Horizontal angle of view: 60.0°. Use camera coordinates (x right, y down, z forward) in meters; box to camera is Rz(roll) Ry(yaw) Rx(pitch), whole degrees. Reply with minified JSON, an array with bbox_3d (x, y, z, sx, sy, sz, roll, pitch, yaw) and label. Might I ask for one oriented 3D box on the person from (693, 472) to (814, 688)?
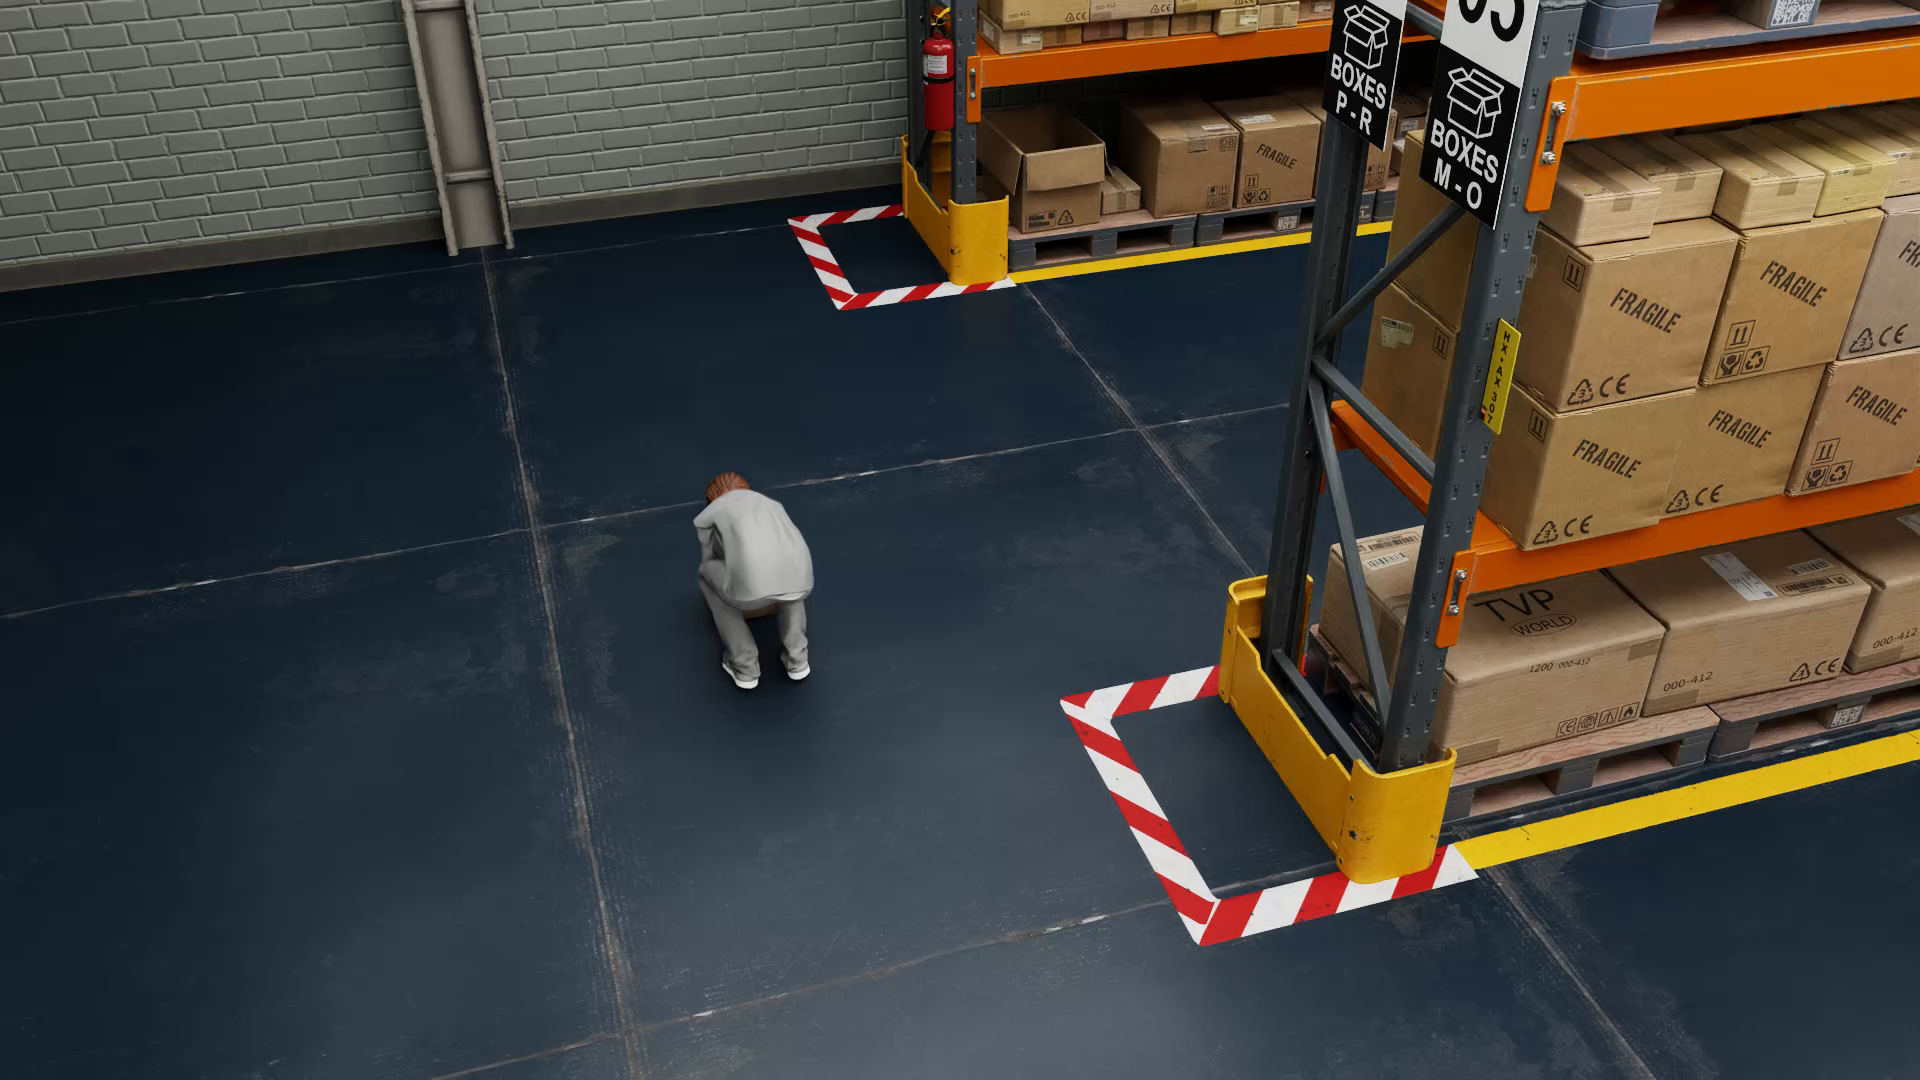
[{"bbox_3d":[-0.837,0.151,6.705,0.427,0.768,0.872,-11,36,-16],"label":"person"}]
